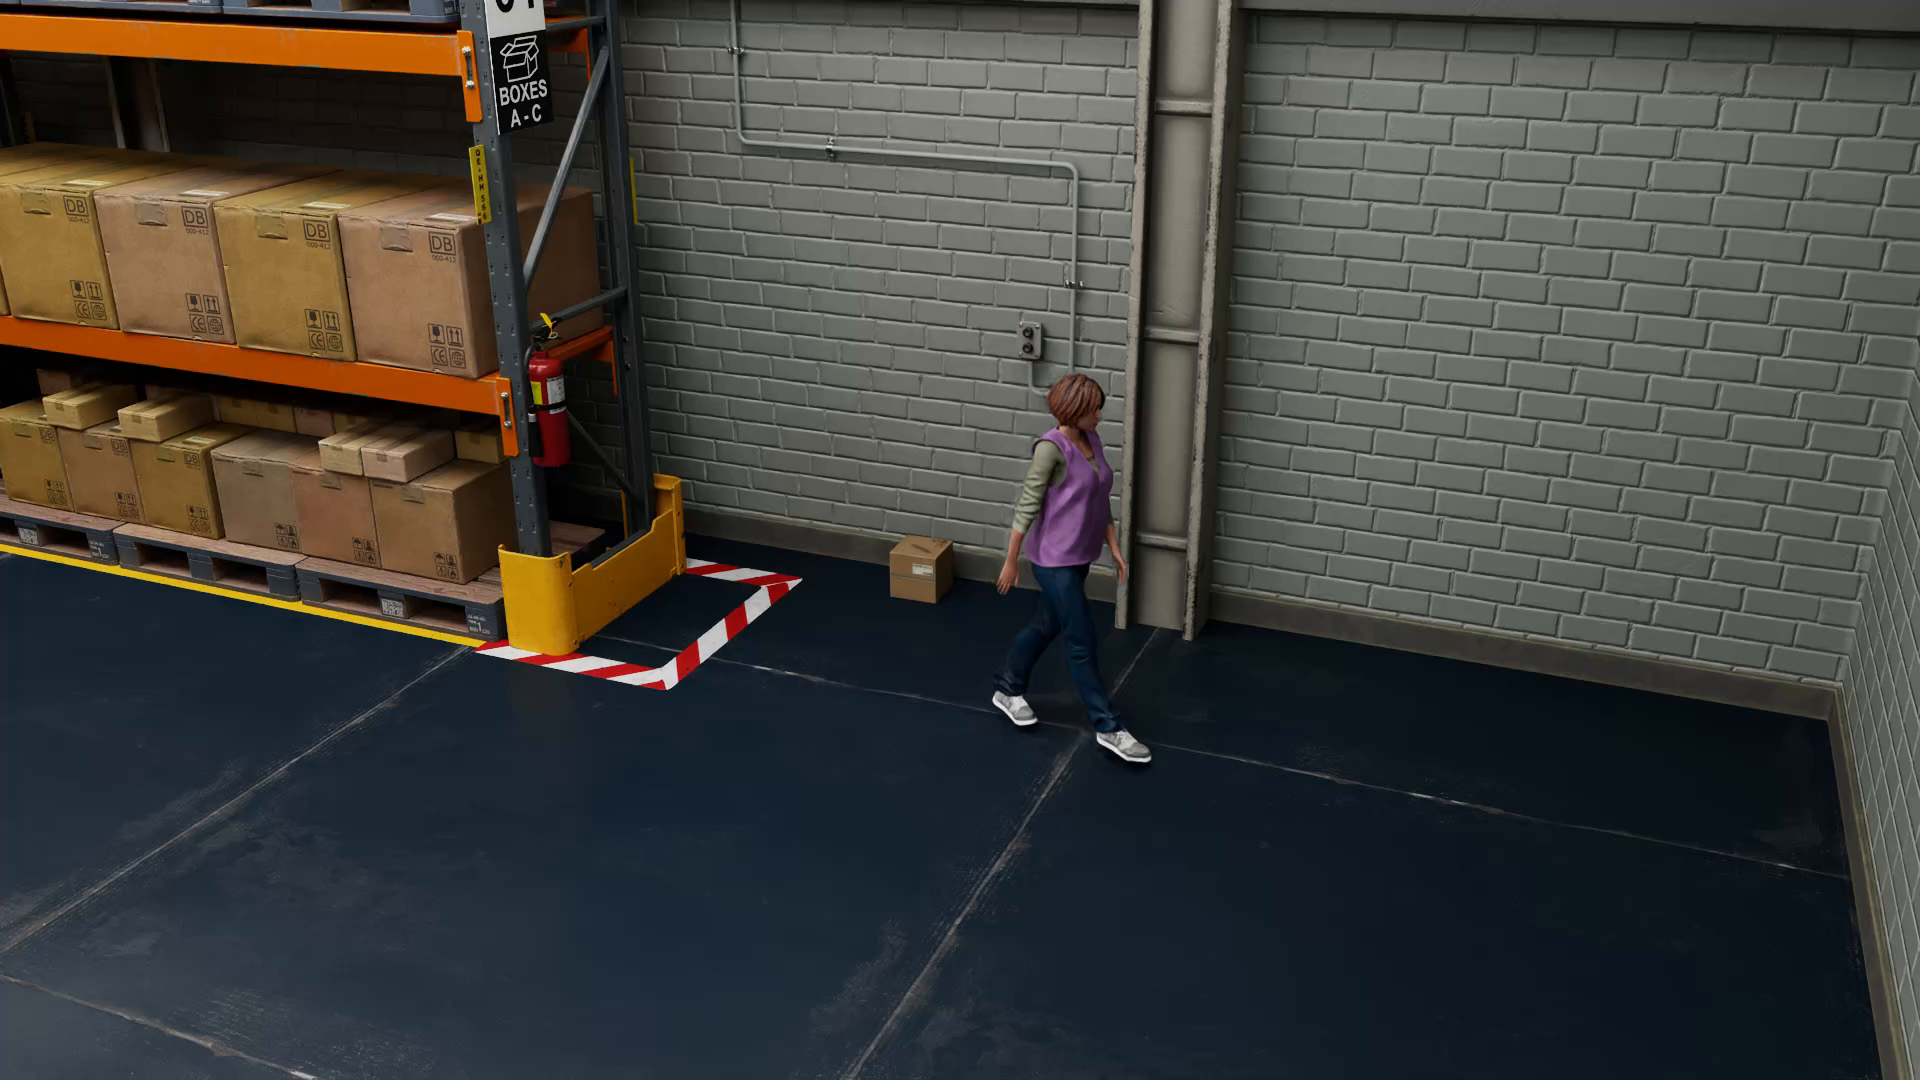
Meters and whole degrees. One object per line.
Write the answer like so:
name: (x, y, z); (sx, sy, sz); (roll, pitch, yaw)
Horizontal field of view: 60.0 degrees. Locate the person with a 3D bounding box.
person: (0.491, 0.095, 6.852); (0.834, 1.554, 0.487); (14, 26, 30)
